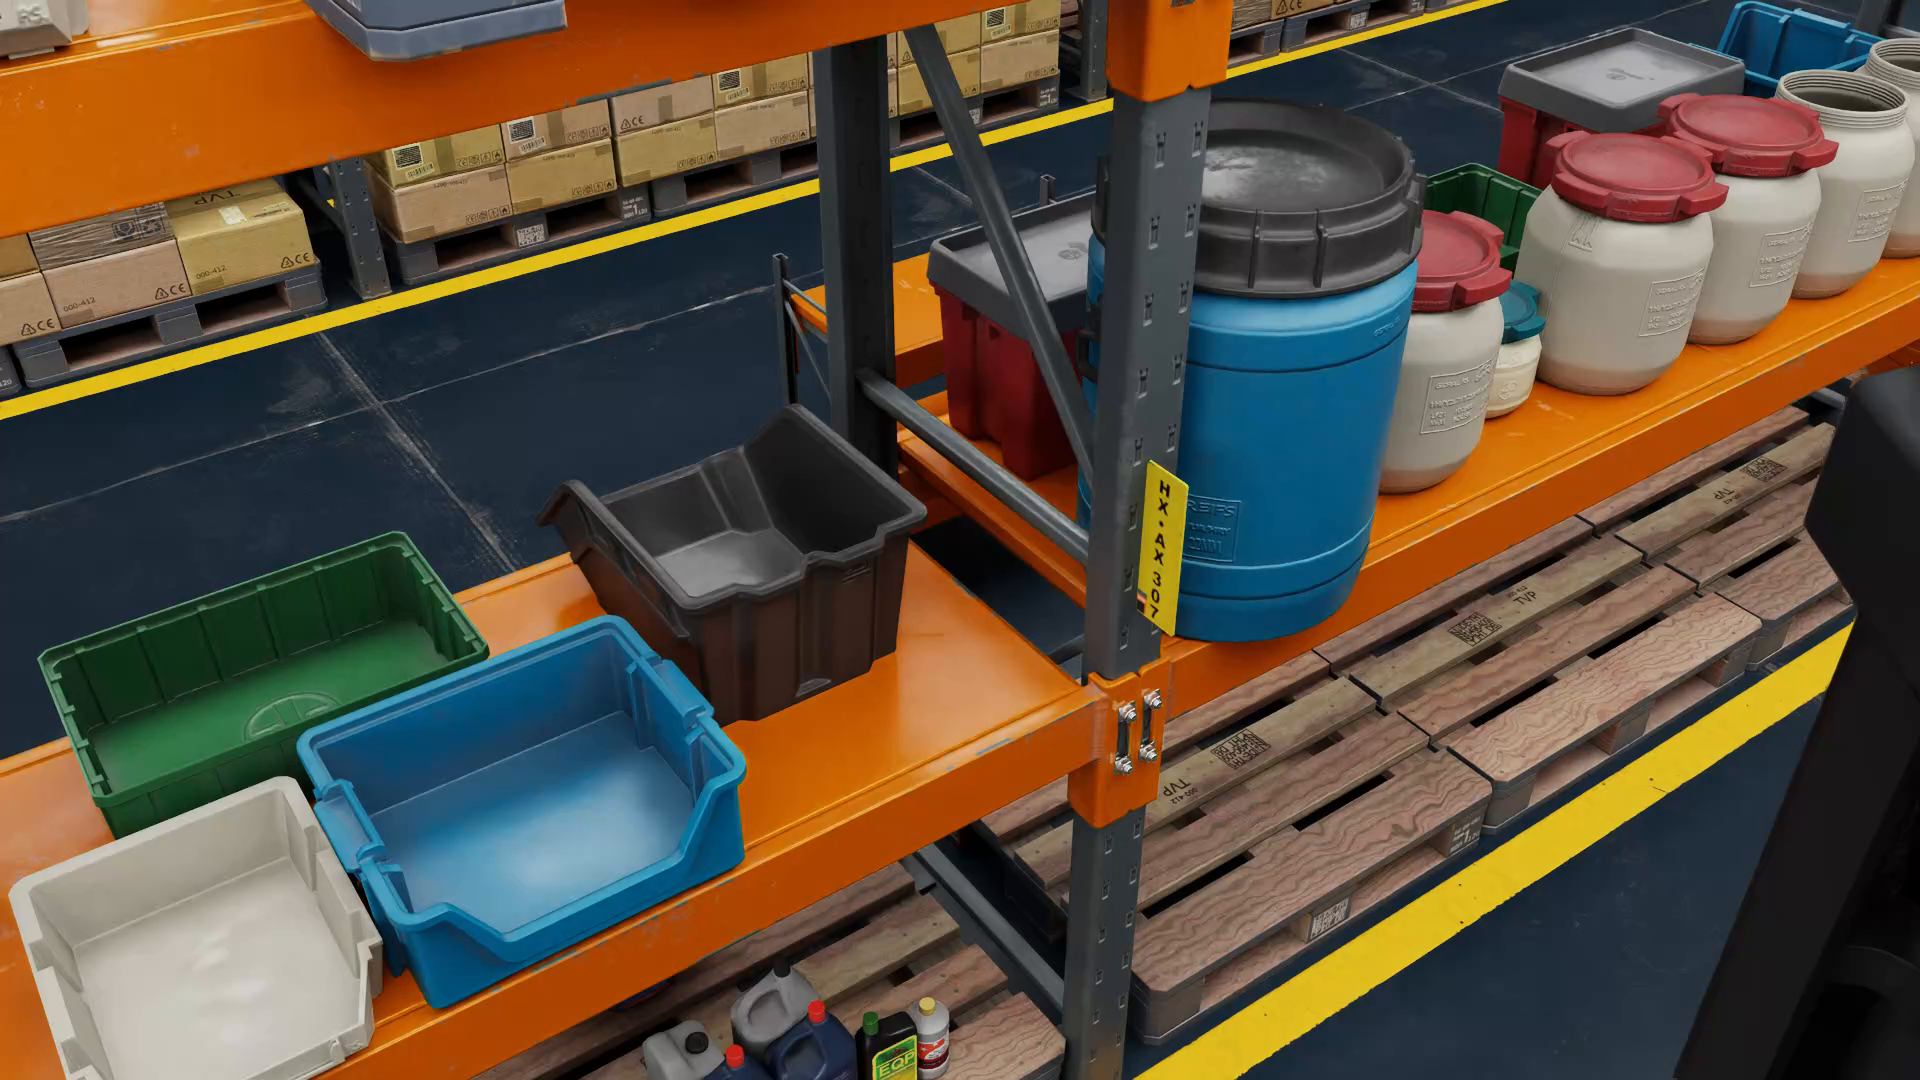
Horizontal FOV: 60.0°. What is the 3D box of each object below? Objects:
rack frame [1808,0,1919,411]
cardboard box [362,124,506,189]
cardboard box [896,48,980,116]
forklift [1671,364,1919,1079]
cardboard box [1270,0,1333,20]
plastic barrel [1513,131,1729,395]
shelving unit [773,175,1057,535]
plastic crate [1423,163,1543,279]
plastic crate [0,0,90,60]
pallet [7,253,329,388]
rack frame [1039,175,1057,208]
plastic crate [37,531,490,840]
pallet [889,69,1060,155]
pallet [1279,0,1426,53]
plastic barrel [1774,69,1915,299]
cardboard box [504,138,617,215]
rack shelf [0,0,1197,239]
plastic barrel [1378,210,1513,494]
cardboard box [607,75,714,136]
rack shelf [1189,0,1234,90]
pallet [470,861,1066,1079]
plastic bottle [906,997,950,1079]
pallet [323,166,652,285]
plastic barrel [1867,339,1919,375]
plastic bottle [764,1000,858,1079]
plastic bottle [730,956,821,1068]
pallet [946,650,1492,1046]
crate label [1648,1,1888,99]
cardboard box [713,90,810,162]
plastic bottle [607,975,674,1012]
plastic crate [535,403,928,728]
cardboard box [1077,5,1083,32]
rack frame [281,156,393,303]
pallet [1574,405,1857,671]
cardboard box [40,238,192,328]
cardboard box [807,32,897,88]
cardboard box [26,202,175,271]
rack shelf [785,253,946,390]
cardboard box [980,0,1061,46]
[{"bbox_3d":[3.315,-1.482,5.241,0.127,3.000,1.000,-22,41,-28],"label":"rack frame"},{"bbox_3d":[-2.324,-1.804,7.204,0.500,0.311,0.500,-22,41,-28],"label":"cardboard box"},{"bbox_3d":[-0.244,-2.433,8.559,0.500,0.250,0.500,-23,42,-28],"label":"cardboard box"},{"bbox_3d":[1.455,1.059,1.767,3.031,2.935,1.130,-13,38,-17],"label":"forklift"},{"bbox_3d":[1.839,-3.373,9.634,0.500,0.500,0.500,-23,42,-28],"label":"cardboard box"},{"bbox_3d":[1.554,-0.655,3.976,0.433,0.535,0.433,0,36,0],"label":"plastic barrel"},{"bbox_3d":[0.006,-0.459,5.425,1.048,1.125,0.538,-22,41,-28],"label":"shelving unit"},{"bbox_3d":[1.306,-0.771,4.434,0.662,0.188,0.450,-22,41,-28],"label":"plastic crate"},{"bbox_3d":[-1.034,-0.514,1.553,0.396,0.136,0.243,-22,41,-28],"label":"plastic crate"},{"bbox_3d":[-3.479,-1.122,7.129,1.213,0.211,1.003,-22,41,-28],"label":"pallet"},{"bbox_3d":[0.421,-0.630,5.662,0.032,1.125,0.500,-22,41,-28],"label":"rack frame"},{"bbox_3d":[-1.227,0.272,2.985,0.662,0.188,0.450,-22,41,-28],"label":"plastic crate"},{"bbox_3d":[-0.231,-2.457,8.985,1.213,0.211,1.003,-22,41,-28],"label":"pallet"},{"bbox_3d":[2.093,-3.356,10.235,1.213,0.211,1.003,-22,41,-28],"label":"pallet"},{"bbox_3d":[2.253,-0.937,4.389,0.421,0.512,0.421,0,36,0],"label":"plastic barrel"},{"bbox_3d":[-1.914,-1.744,7.602,0.500,0.250,0.500,-21,41,-27],"label":"cardboard box"},{"bbox_3d":[-1.589,-0.389,1.769,4.000,0.370,1.077,-22,41,-28],"label":"rack shelf"},{"bbox_3d":[0.954,-0.409,3.633,0.433,0.535,0.433,0,36,0],"label":"plastic barrel"},{"bbox_3d":[-1.489,-2.144,7.677,0.500,0.311,0.500,-24,42,-29],"label":"cardboard box"},{"bbox_3d":[1.680,-1.735,3.640,4.000,0.370,1.077,-22,41,-28],"label":"rack shelf"},{"bbox_3d":[-0.528,1.202,3.898,1.213,0.211,1.003,-22,41,-28],"label":"pallet"},{"bbox_3d":[-0.072,1.092,3.683,0.097,0.201,0.097,0,36,0],"label":"plastic bottle"},{"bbox_3d":[-2.225,-1.636,7.844,1.213,0.211,1.003,-22,41,-28],"label":"pallet"},{"bbox_3d":[3.705,-0.944,5.992,0.708,0.830,0.600,-22,41,-28],"label":"plastic barrel"},{"bbox_3d":[-0.315,1.115,3.523,0.185,0.351,0.144,-24,42,-29],"label":"plastic bottle"},{"bbox_3d":[-0.398,1.046,3.619,0.185,0.351,0.144,-22,41,-28],"label":"plastic bottle"},{"bbox_3d":[0.665,0.713,4.578,1.213,0.211,1.003,-22,41,-28],"label":"pallet"},{"bbox_3d":[2.347,-1.291,4.946,0.616,0.435,0.502,-22,41,-28],"label":"crate label"},{"bbox_3d":[-1.076,-2.091,8.083,0.500,0.250,0.500,-22,41,-27],"label":"cardboard box"},{"bbox_3d":[-0.770,0.903,3.818,0.185,0.351,0.144,-22,41,-28],"label":"plastic bottle"},{"bbox_3d":[-0.456,0.004,3.228,0.504,0.338,0.767,-22,41,-28],"label":"plastic crate"},{"bbox_3d":[1.001,-3.028,9.155,0.500,0.500,0.500,-21,41,-26],"label":"cardboard box"},{"bbox_3d":[-2.805,-2.502,6.659,0.127,3.000,1.000,-22,41,-28],"label":"rack frame"},{"bbox_3d":[2.659,-0.108,5.719,1.213,0.211,1.003,-22,41,-28],"label":"pallet"},{"bbox_3d":[-3.472,-1.132,6.750,0.500,0.250,0.500,-22,41,-28],"label":"cardboard box"},{"bbox_3d":[-0.657,-2.489,8.156,0.500,0.311,0.500,-23,41,-28],"label":"cardboard box"},{"bbox_3d":[-3.474,-1.437,6.532,0.500,0.500,0.500,-22,41,-28],"label":"cardboard box"},{"bbox_3d":[0.006,-0.697,5.254,1.000,0.278,0.538,-22,41,-28],"label":"rack shelf"},{"bbox_3d":[0.178,-2.835,8.638,0.500,0.311,0.500,-21,41,-27],"label":"cardboard box"}]
